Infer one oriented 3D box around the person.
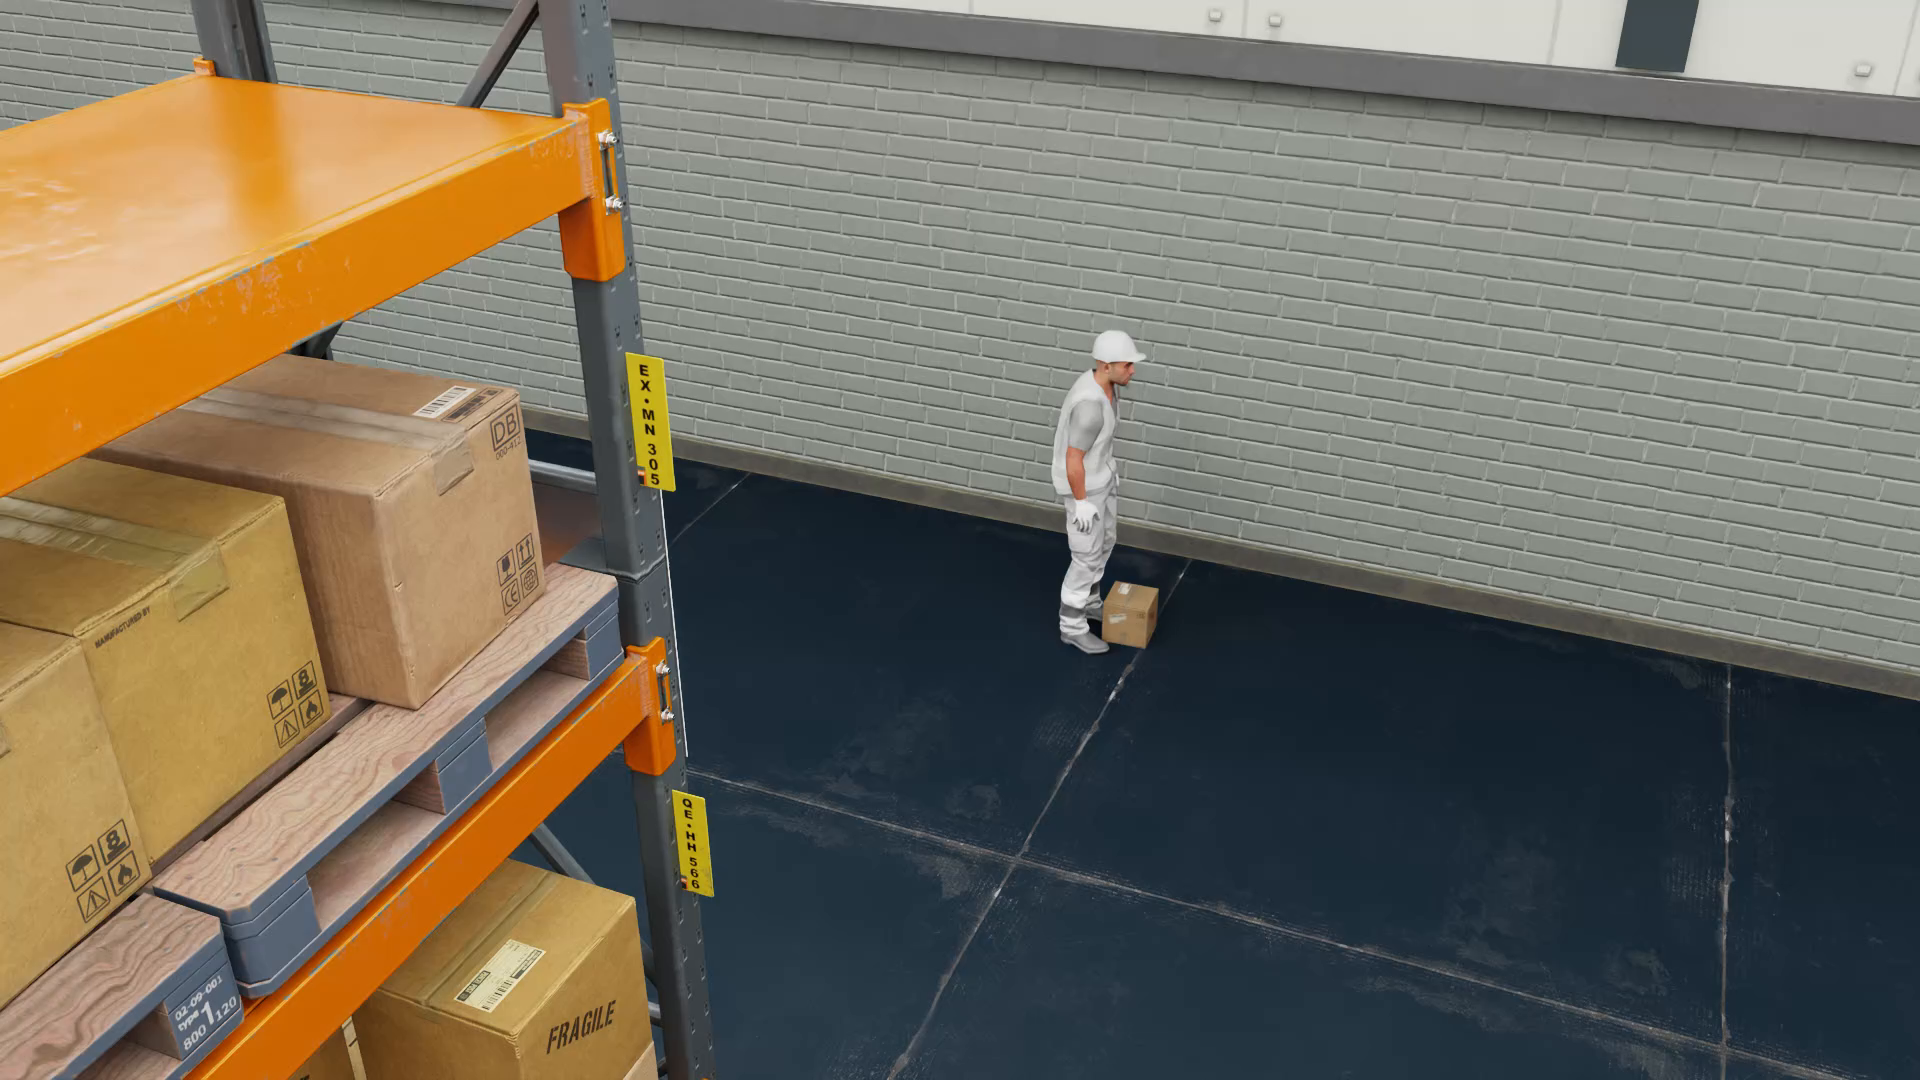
[{"bbox_3d":[0.726,-0.284,8.892,0.454,1.777,0.606,10,31,17],"label":"person"}]
